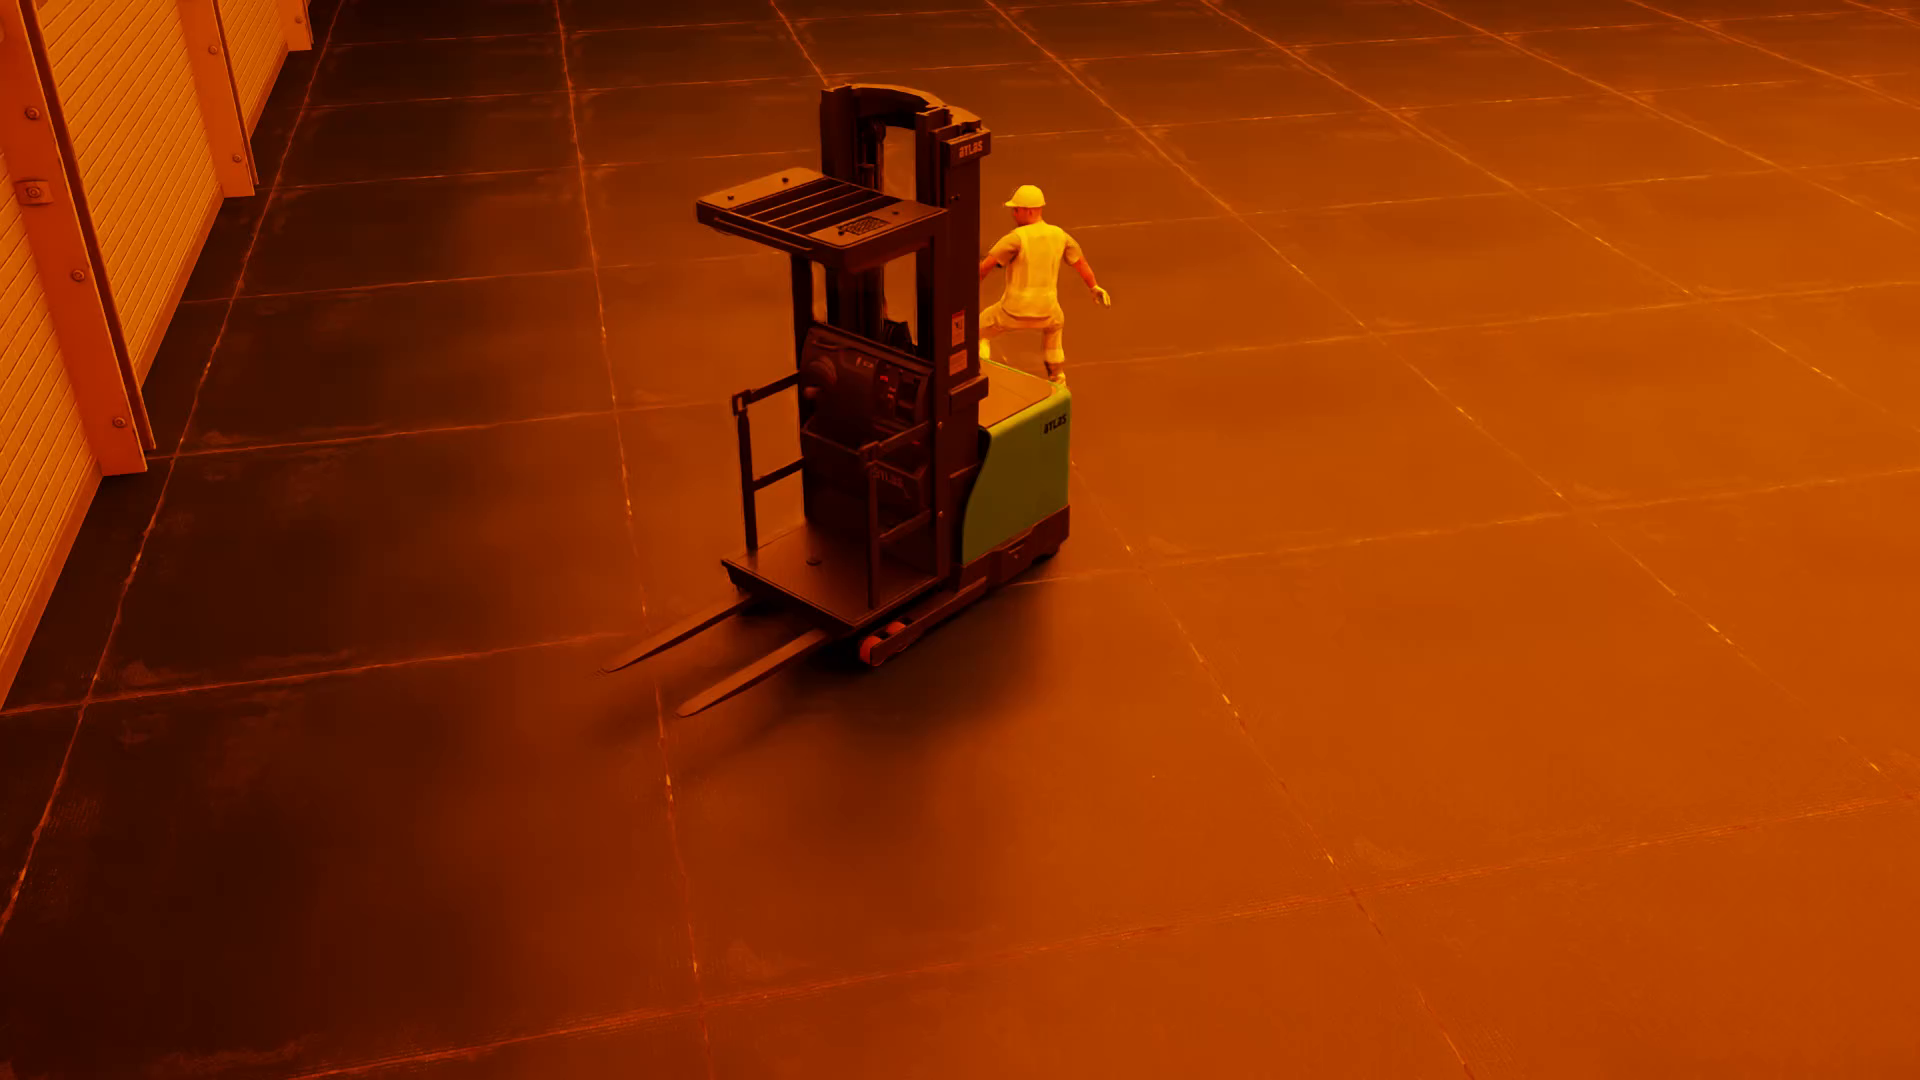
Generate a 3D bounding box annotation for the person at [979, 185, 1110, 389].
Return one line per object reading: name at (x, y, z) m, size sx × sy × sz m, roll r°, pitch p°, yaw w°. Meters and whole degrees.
person at (0.520, -1.710, 11.880) m, size 1.158 × 1.655 × 0.505 m, roll -9°, pitch 31°, yaw -14°

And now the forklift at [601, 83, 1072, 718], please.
forklift at (-0.667, -0.850, 9.042) m, size 1.130 × 2.935 × 3.031 m, roll 24°, pitch 38°, yaw 35°
